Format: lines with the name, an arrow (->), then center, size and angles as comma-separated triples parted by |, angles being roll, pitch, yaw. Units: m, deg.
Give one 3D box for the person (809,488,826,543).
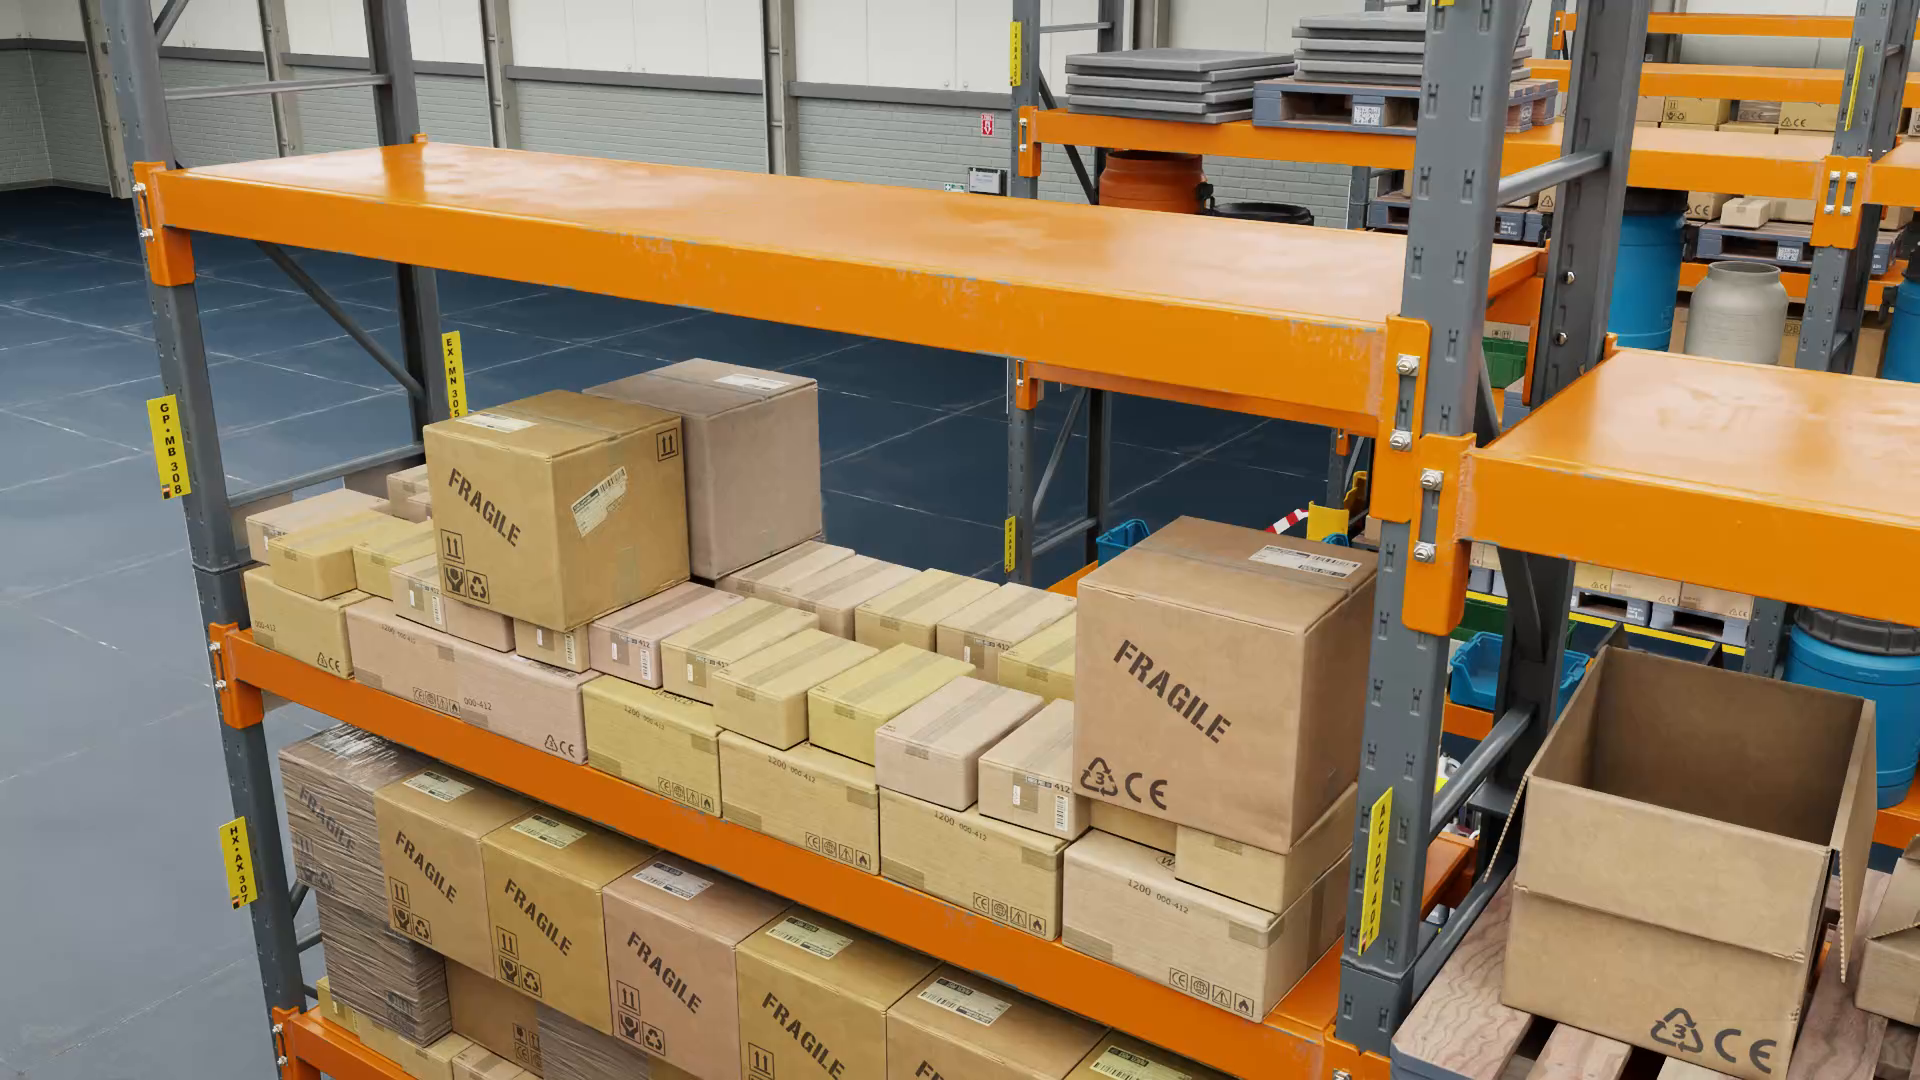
person -> -1.164, 0.208, 11.602 | 0.533, 1.770, 0.357 | 13, 24, 33
